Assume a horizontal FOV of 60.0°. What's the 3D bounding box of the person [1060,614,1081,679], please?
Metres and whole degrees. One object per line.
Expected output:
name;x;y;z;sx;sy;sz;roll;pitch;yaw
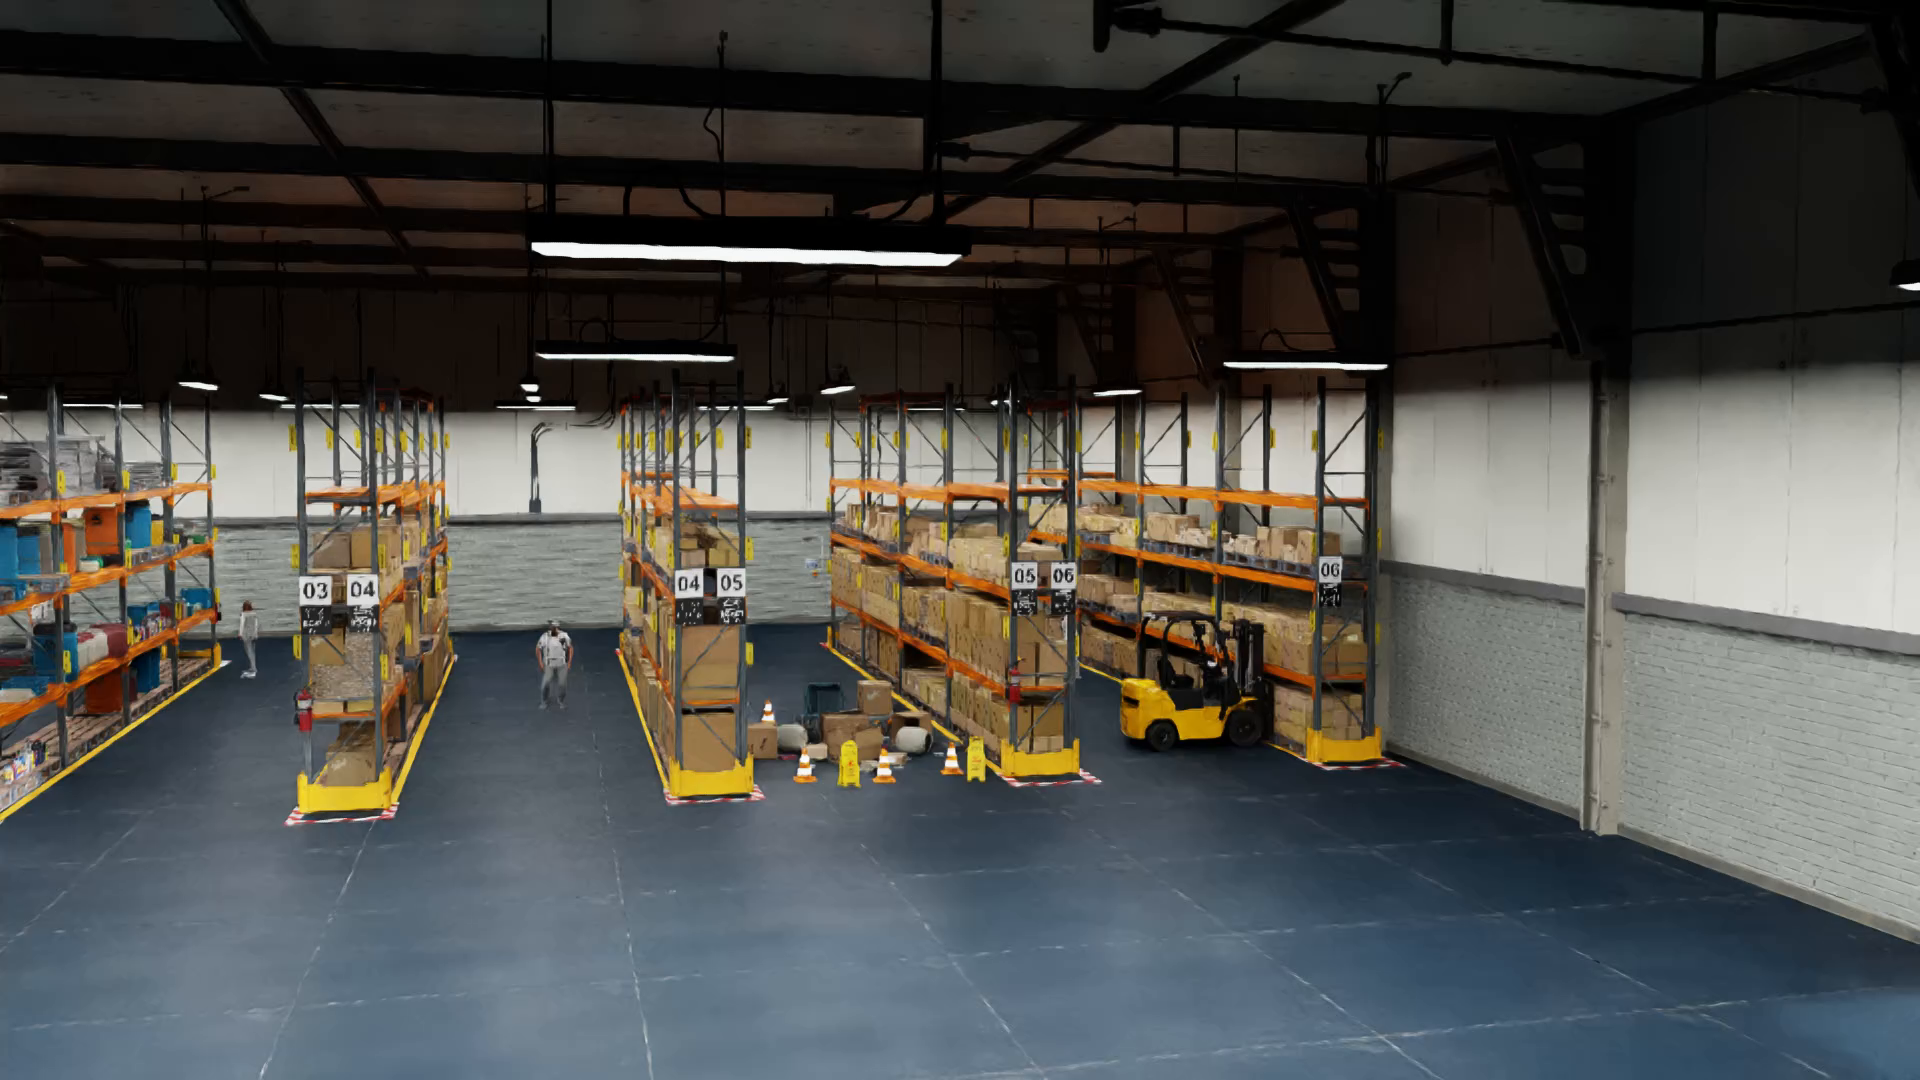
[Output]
person;2.267;2.071;34.938;0.538;1.663;0.579;0;3;7

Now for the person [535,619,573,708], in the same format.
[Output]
person;-7.563;2.299;31.020;0.682;1.715;0.542;-1;4;-16

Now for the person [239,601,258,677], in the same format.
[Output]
person;-15.111;2.086;35.301;0.527;1.592;0.523;1;4;19

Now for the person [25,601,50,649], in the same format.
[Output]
person;-21.650;1.834;39.109;0.565;1.653;0.731;1;4;24
